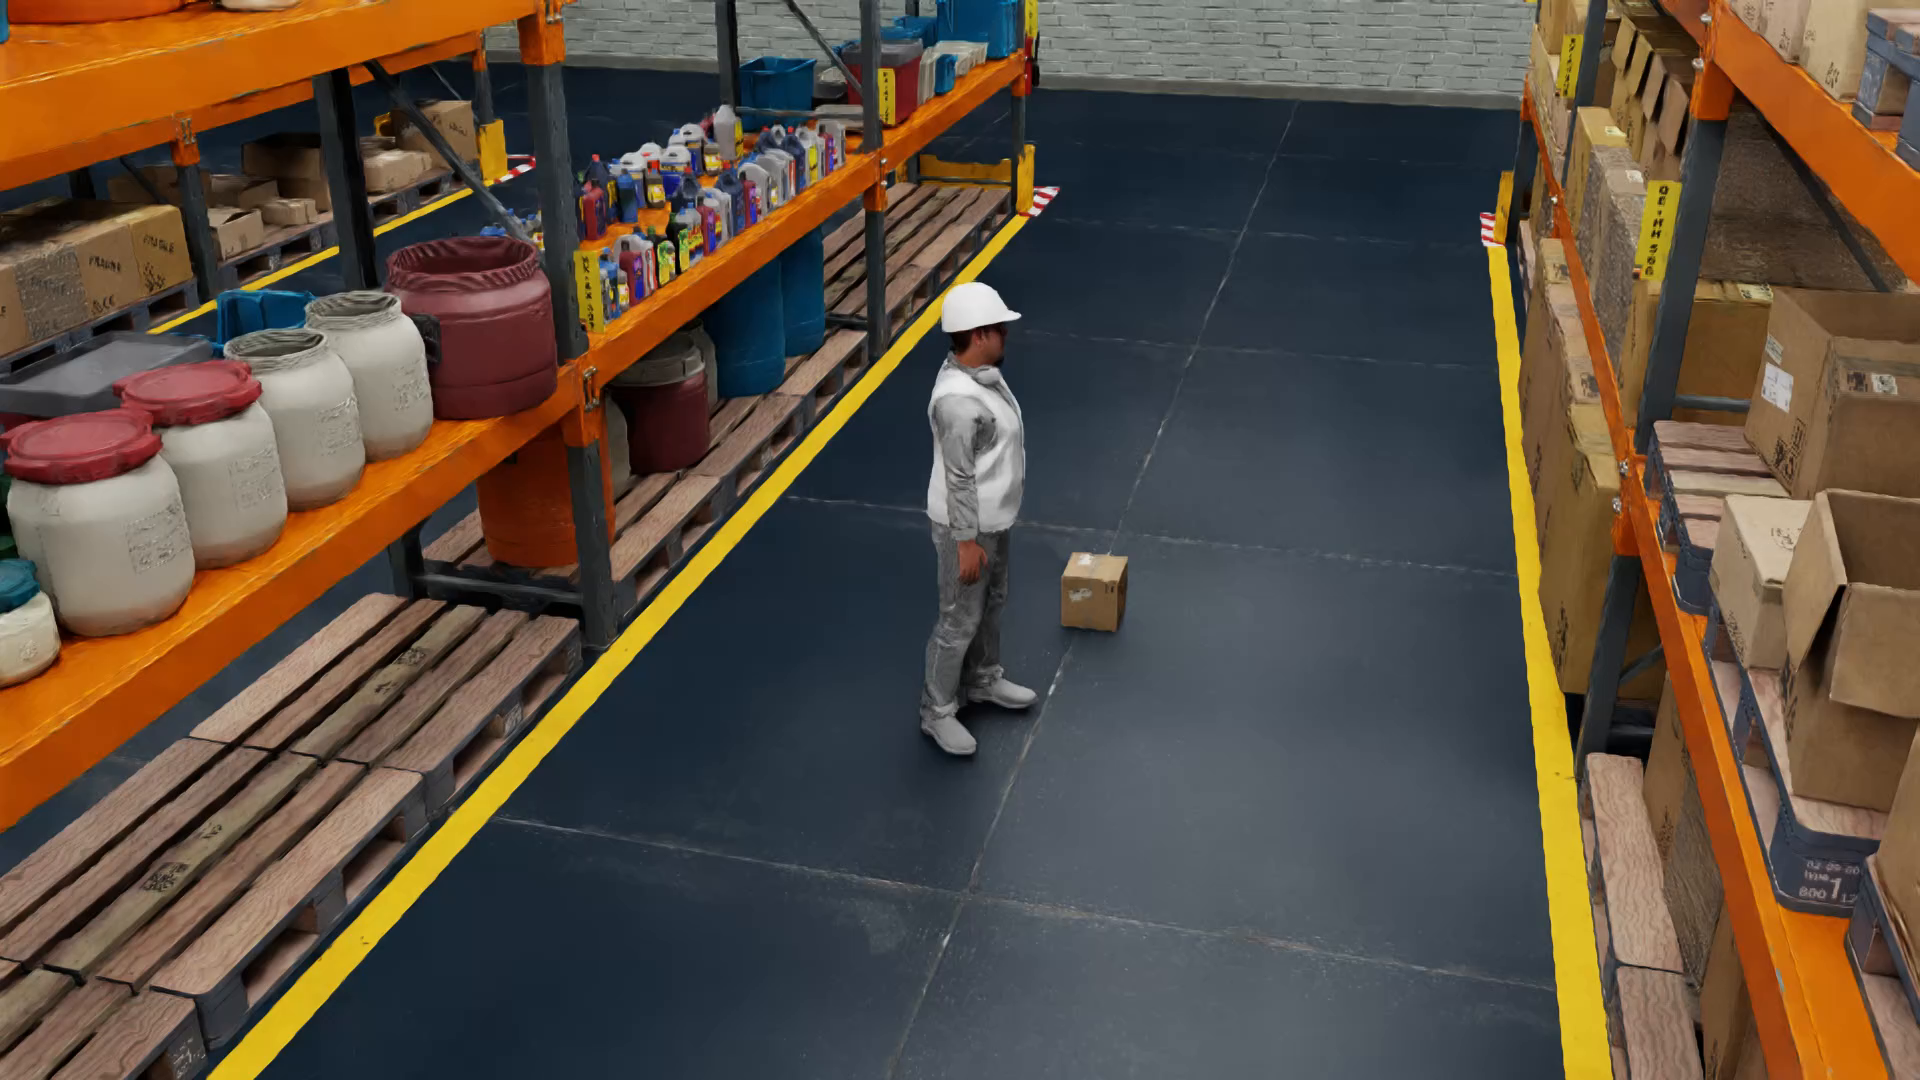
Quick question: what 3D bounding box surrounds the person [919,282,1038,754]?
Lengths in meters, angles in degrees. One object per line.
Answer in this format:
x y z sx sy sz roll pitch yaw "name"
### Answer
0.081 -0.109 6.264 0.441 1.779 0.647 4 25 9 "person"
